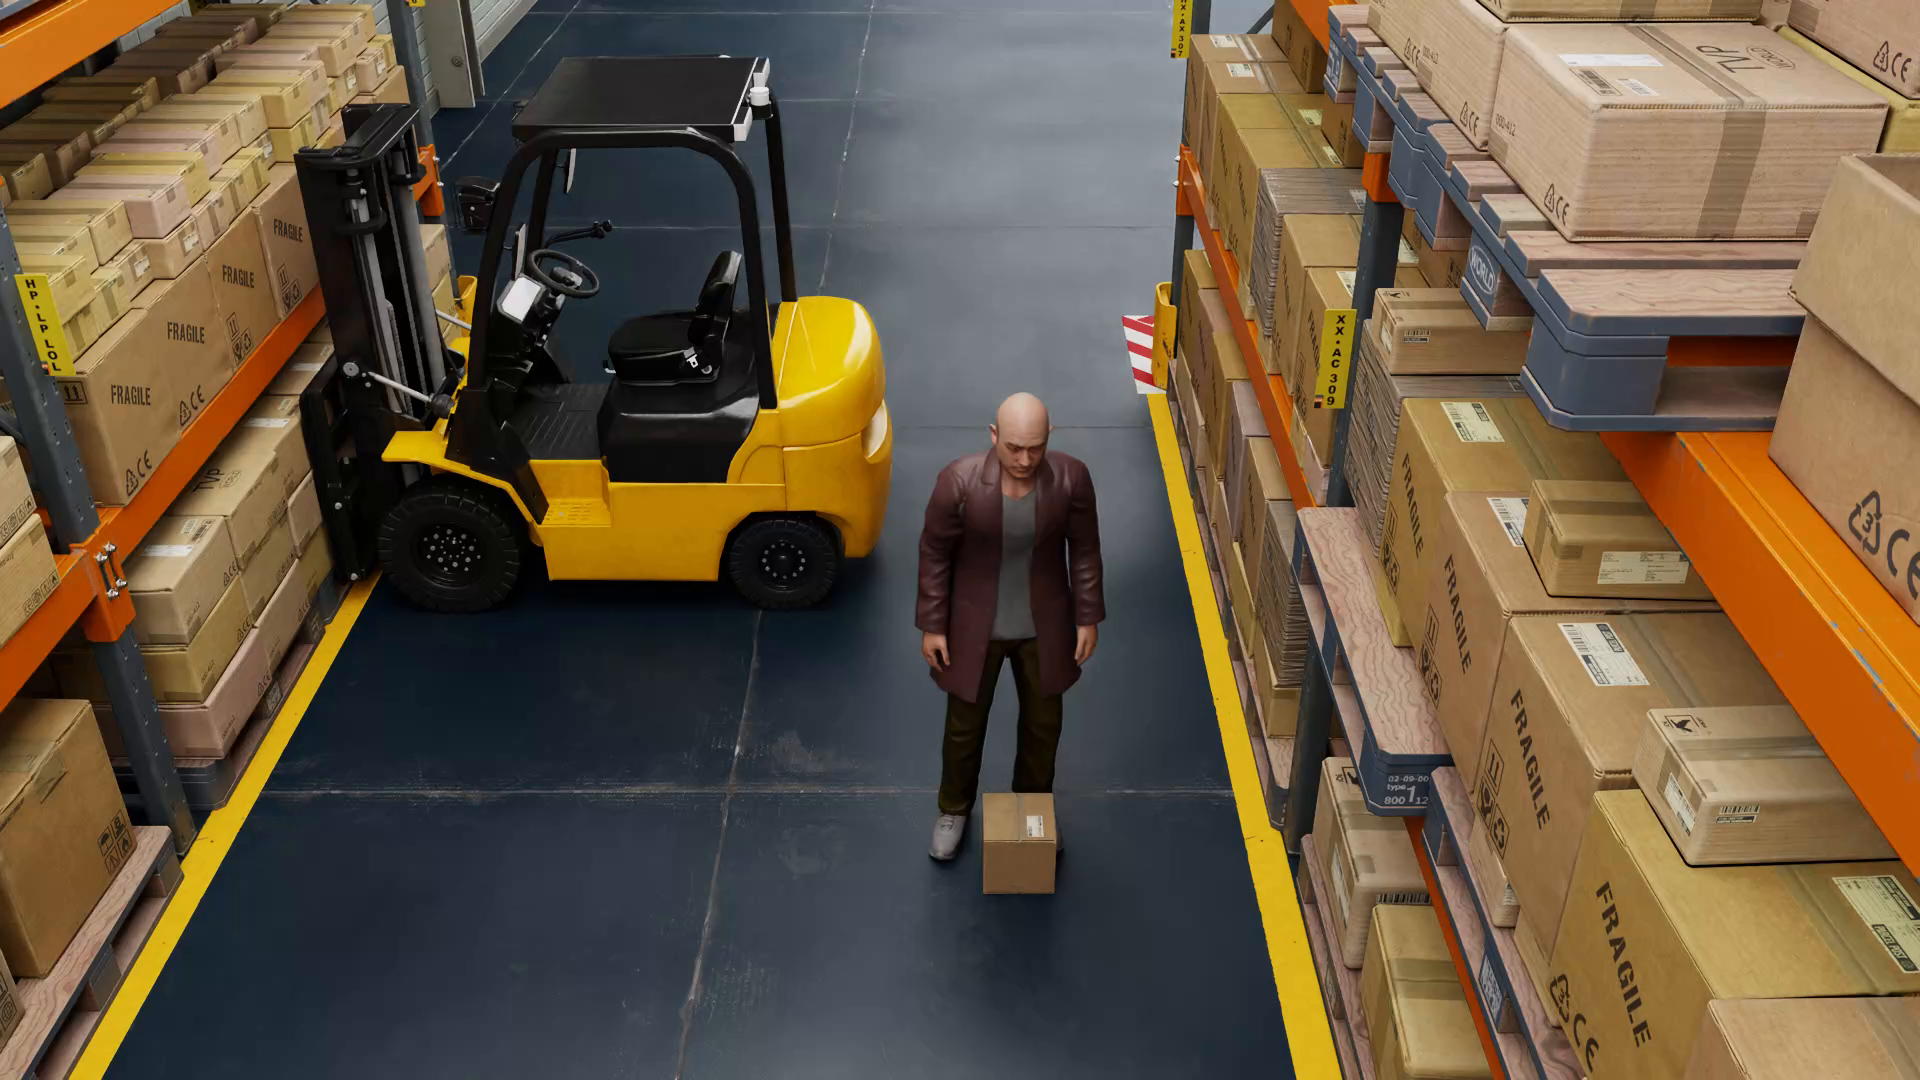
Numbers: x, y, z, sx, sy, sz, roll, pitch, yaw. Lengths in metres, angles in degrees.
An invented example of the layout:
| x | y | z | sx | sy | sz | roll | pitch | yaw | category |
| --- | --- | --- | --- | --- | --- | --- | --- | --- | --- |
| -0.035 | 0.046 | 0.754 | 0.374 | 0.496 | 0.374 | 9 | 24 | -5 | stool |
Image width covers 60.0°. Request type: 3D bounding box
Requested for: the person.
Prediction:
| x | y | z | sx | sy | sz | roll | pitch | yaw | category |
| --- | --- | --- | --- | --- | --- | --- | --- | --- | --- |
| 0.171 | 0.288 | 5.671 | 0.654 | 1.774 | 0.419 | -3 | 31 | -4 | person |
